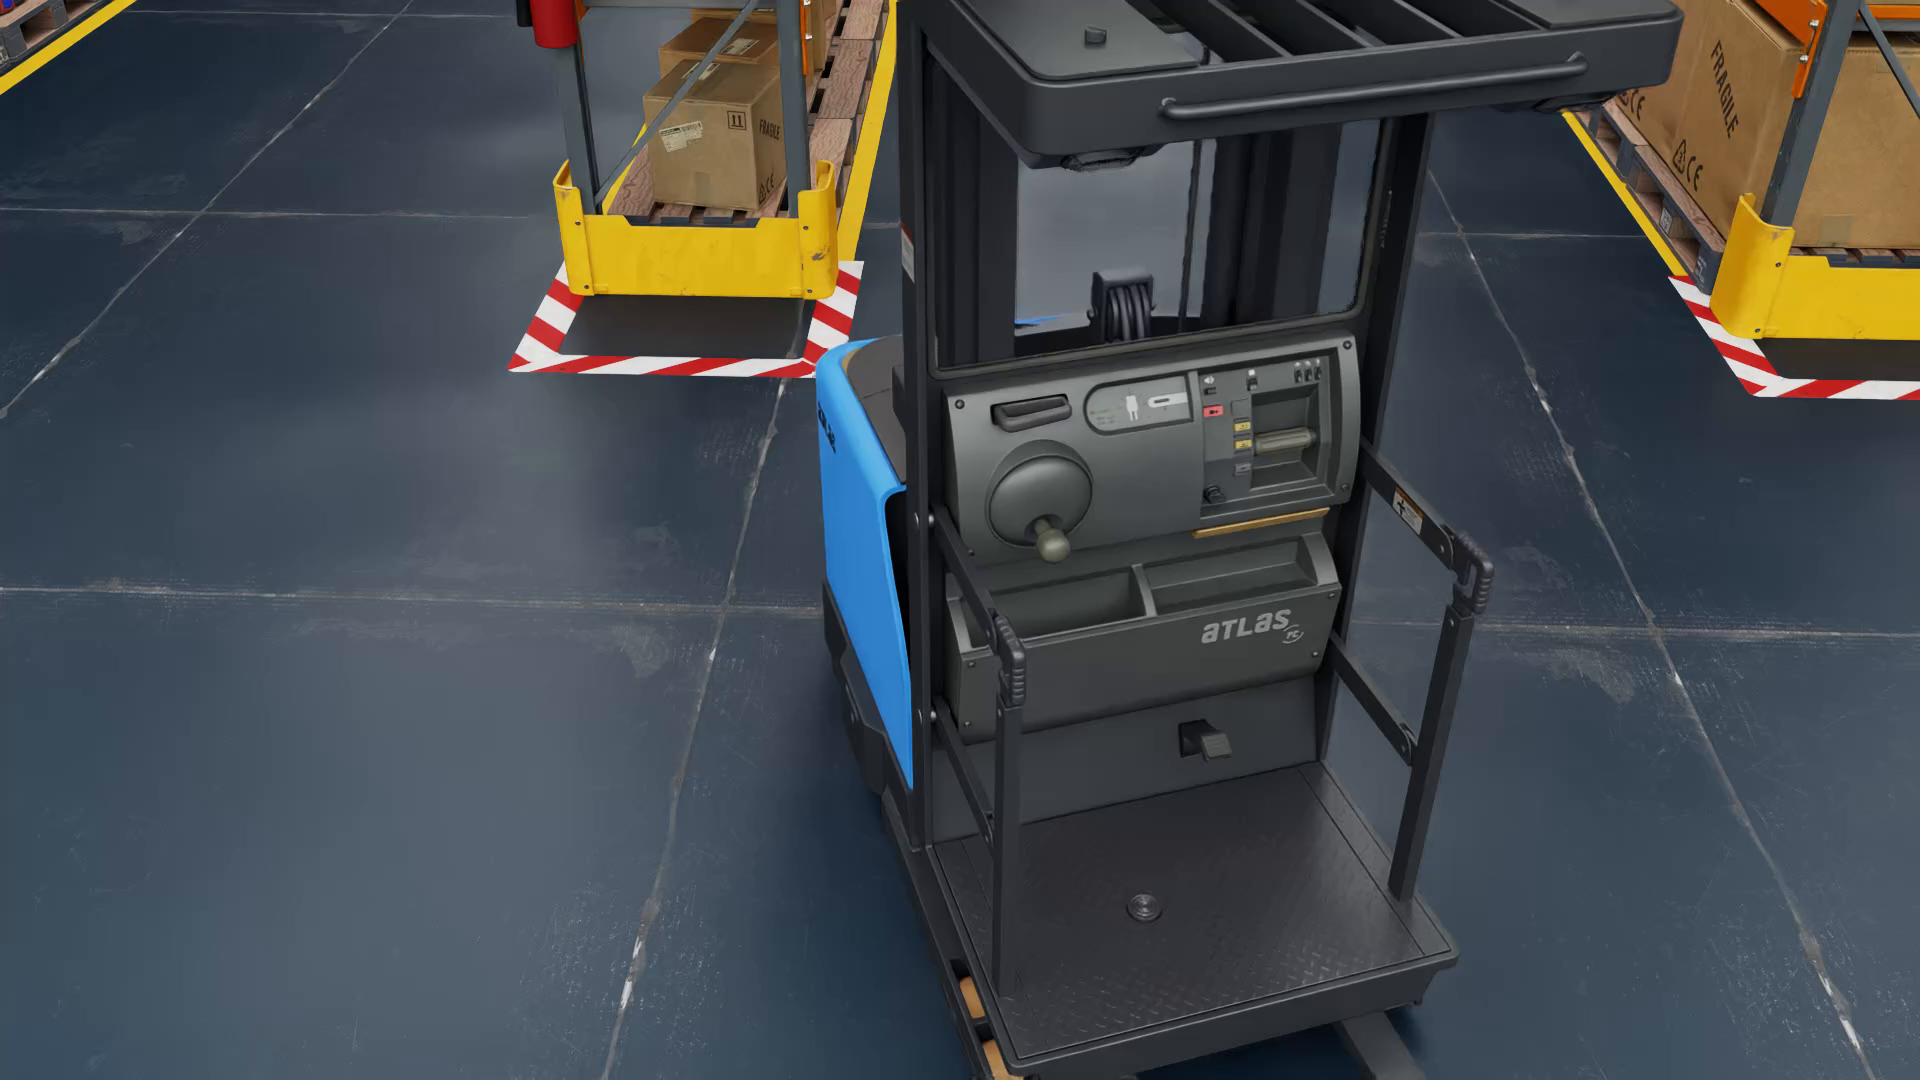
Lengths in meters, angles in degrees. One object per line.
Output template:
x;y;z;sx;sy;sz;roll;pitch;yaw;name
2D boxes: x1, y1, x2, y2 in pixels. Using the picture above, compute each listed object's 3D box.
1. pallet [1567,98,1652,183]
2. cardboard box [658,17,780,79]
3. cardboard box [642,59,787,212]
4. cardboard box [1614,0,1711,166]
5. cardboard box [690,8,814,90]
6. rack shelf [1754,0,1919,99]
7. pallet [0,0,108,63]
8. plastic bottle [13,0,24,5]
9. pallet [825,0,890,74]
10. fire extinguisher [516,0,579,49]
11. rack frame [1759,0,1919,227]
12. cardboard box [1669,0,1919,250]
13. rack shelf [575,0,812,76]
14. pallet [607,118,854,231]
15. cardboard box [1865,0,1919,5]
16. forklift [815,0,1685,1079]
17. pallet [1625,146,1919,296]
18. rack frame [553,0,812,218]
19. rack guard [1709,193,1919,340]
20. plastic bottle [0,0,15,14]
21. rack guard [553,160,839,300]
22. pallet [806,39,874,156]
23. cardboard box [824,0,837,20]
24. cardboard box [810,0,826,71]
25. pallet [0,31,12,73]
3.821;-2.189;8.681;1.003;0.211;1.213;1;35;2;pallet
-1.105;-2.194;8.071;0.500;0.500;0.500;10;36;14;cardboard box
-1.095;-1.849;7.582;0.500;0.500;0.500;8;36;11;cardboard box
3.810;-2.369;7.994;0.875;0.875;0.875;1;35;1;cardboard box
-1.061;-2.553;8.583;0.500;0.500;0.500;4;35;6;cardboard box
3.896;-3.024;8.070;1.077;0.370;4.000;1;35;2;rack shelf
-5.994;-3.229;10.161;1.003;0.211;1.213;1;35;2;pallet
-5.671;-3.364;9.849;0.144;0.351;0.185;0;35;0;plastic bottle
-0.968;-3.113;9.995;1.003;0.211;1.213;1;35;2;pallet
-1.602;-2.255;6.417;0.296;0.674;0.183;1;35;2;fire extinguisher
3.815;-2.169;6.228;1.000;3.000;0.127;1;35;2;rack frame
3.776;-1.863;7.275;0.875;0.875;0.875;2;35;2;cardboard box
-1.056;-3.197;8.315;1.077;0.370;4.000;1;35;2;rack shelf
-1.066;-1.711;8.001;1.003;0.211;1.213;1;35;2;pallet
3.785;-2.445;6.490;0.875;0.550;0.550;1;35;2;cardboard box
0.491;-0.135;3.394;1.130;2.935;3.031;-10;36;-14;forklift
3.769;-1.490;7.686;1.003;0.211;1.213;1;35;2;pallet
-1.137;-2.342;6.474;1.000;3.000;0.127;1;35;2;rack frame
3.814;-1.133;6.927;1.175;0.500;0.348;1;35;2;rack guard
-5.635;-3.242;9.734;0.061;0.283;0.133;4;35;5;plastic bottle
-1.134;-1.363;7.255;1.175;0.500;0.348;1;35;2;rack guard
-1.014;-2.410;8.995;1.003;0.211;1.213;1;35;2;pallet
-1.047;-3.231;9.547;0.500;0.500;0.500;12;37;17;cardboard box
-0.994;-2.873;9.037;0.500;0.500;0.500;-2;35;-2;cardboard box
-6.040;-2.526;9.161;1.003;0.211;1.213;1;35;2;pallet
